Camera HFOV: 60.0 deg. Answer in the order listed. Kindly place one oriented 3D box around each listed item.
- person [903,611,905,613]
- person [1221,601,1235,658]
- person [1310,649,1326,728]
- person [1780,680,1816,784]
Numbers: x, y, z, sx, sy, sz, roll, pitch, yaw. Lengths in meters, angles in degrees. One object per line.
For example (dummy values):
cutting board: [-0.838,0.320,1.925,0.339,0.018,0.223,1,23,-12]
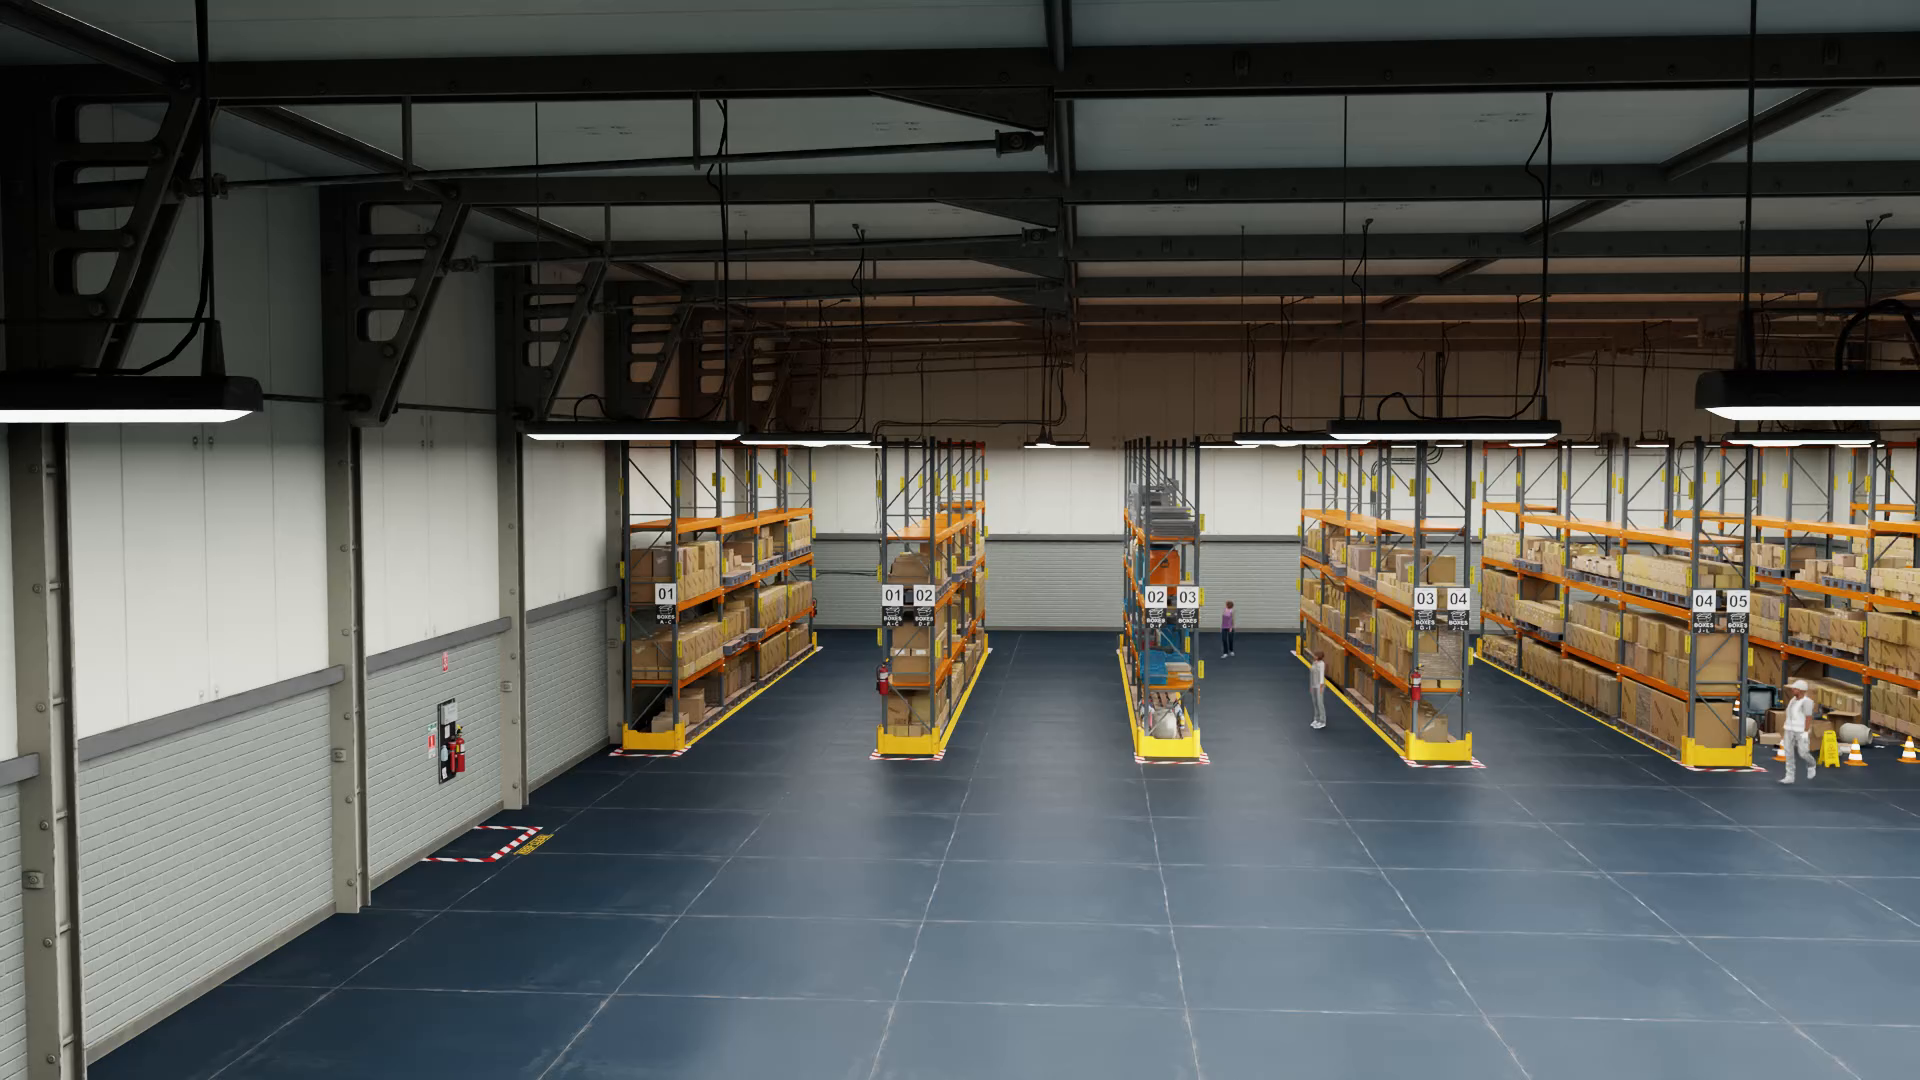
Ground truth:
person: [-1.612,2.348,47.965,0.436,1.570,0.961,-1,3,-15]
person: [7.425,2.473,46.097,0.450,1.606,0.436,2,3,29]
person: [7.423,3.077,34.547,0.341,1.606,0.478,-1,3,-14]
person: [14.439,3.294,28.582,0.666,1.778,0.507,-2,4,-39]
